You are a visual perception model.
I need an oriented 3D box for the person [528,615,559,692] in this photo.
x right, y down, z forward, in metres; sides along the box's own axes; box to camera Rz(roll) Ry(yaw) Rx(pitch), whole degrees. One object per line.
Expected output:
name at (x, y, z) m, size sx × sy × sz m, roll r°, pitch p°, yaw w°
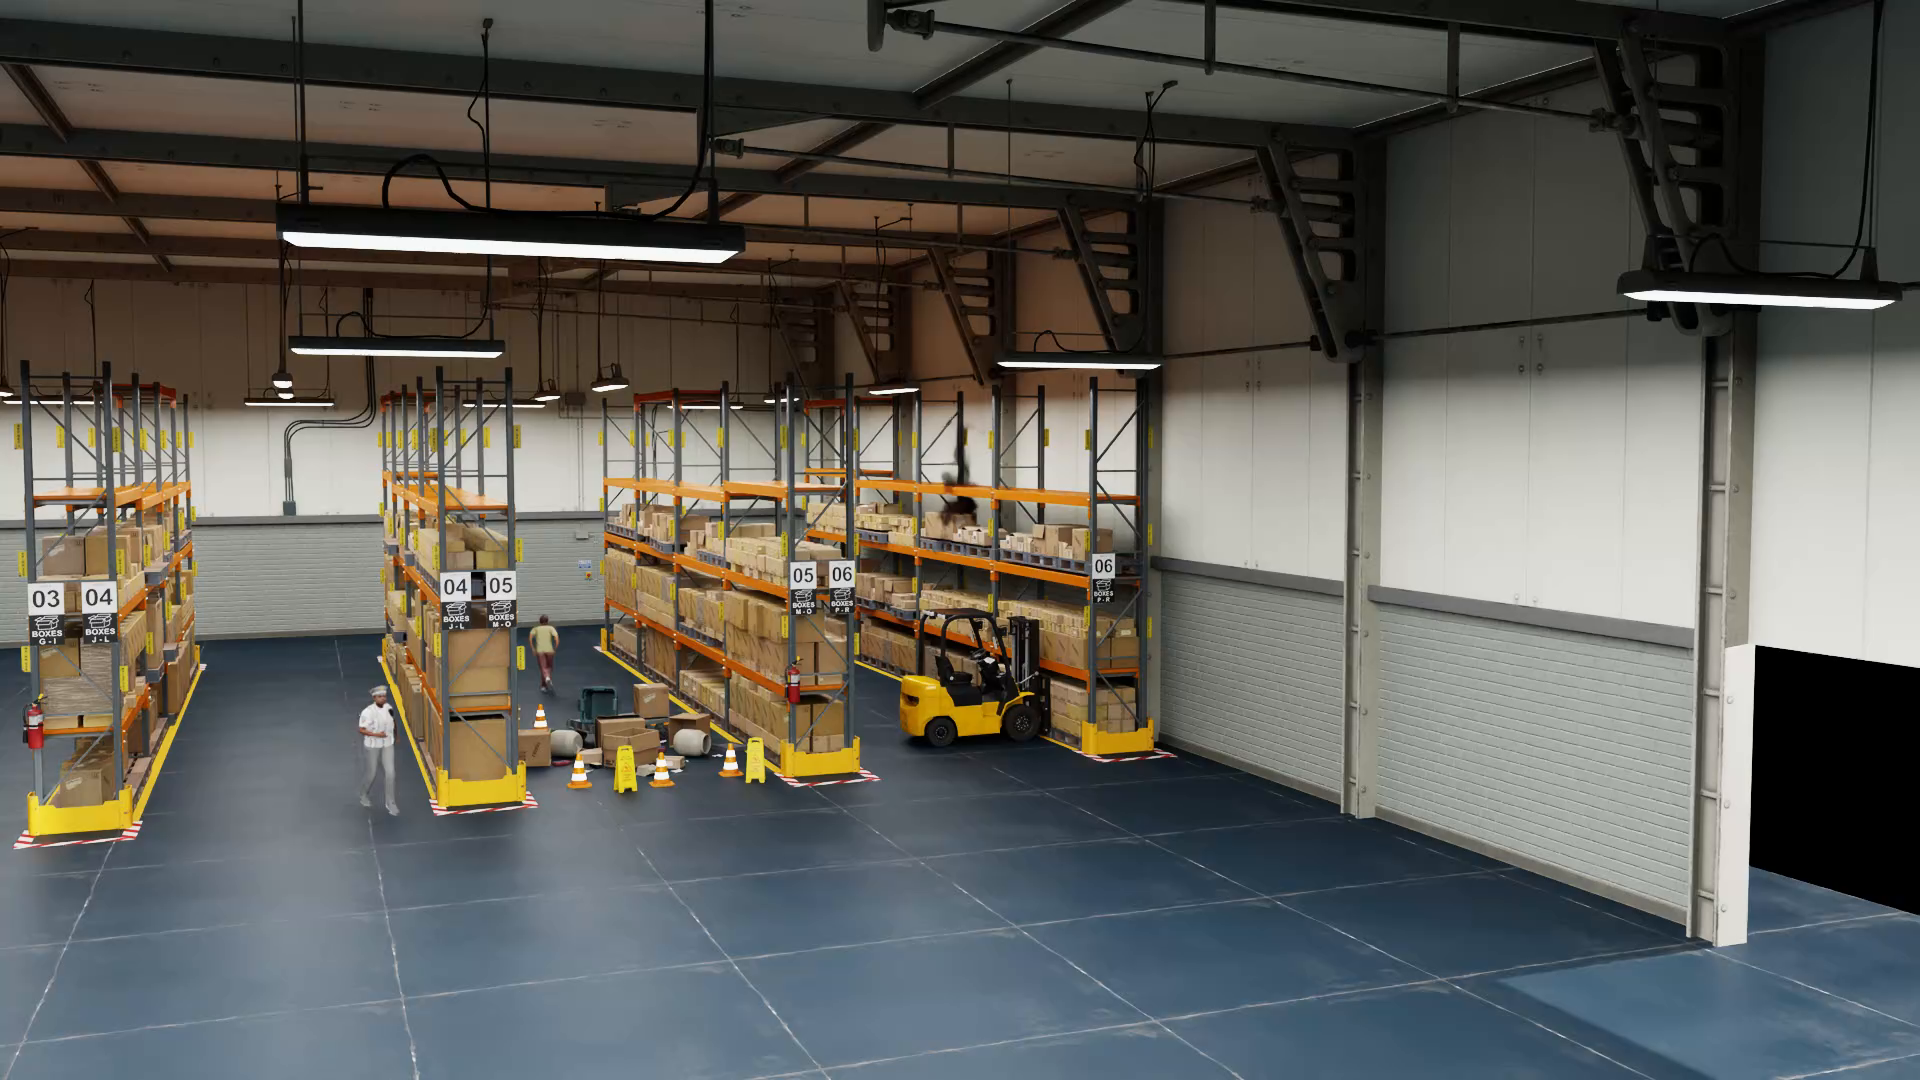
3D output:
person at (-8.229, 2.284, 32.901) m, size 0.593 × 1.527 × 0.927 m, roll -1°, pitch 4°, yaw -17°

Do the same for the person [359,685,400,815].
person at (-7.837, 2.808, 22.426) m, size 0.592 × 1.737 × 0.811 m, roll -3°, pitch 5°, yaw -44°
